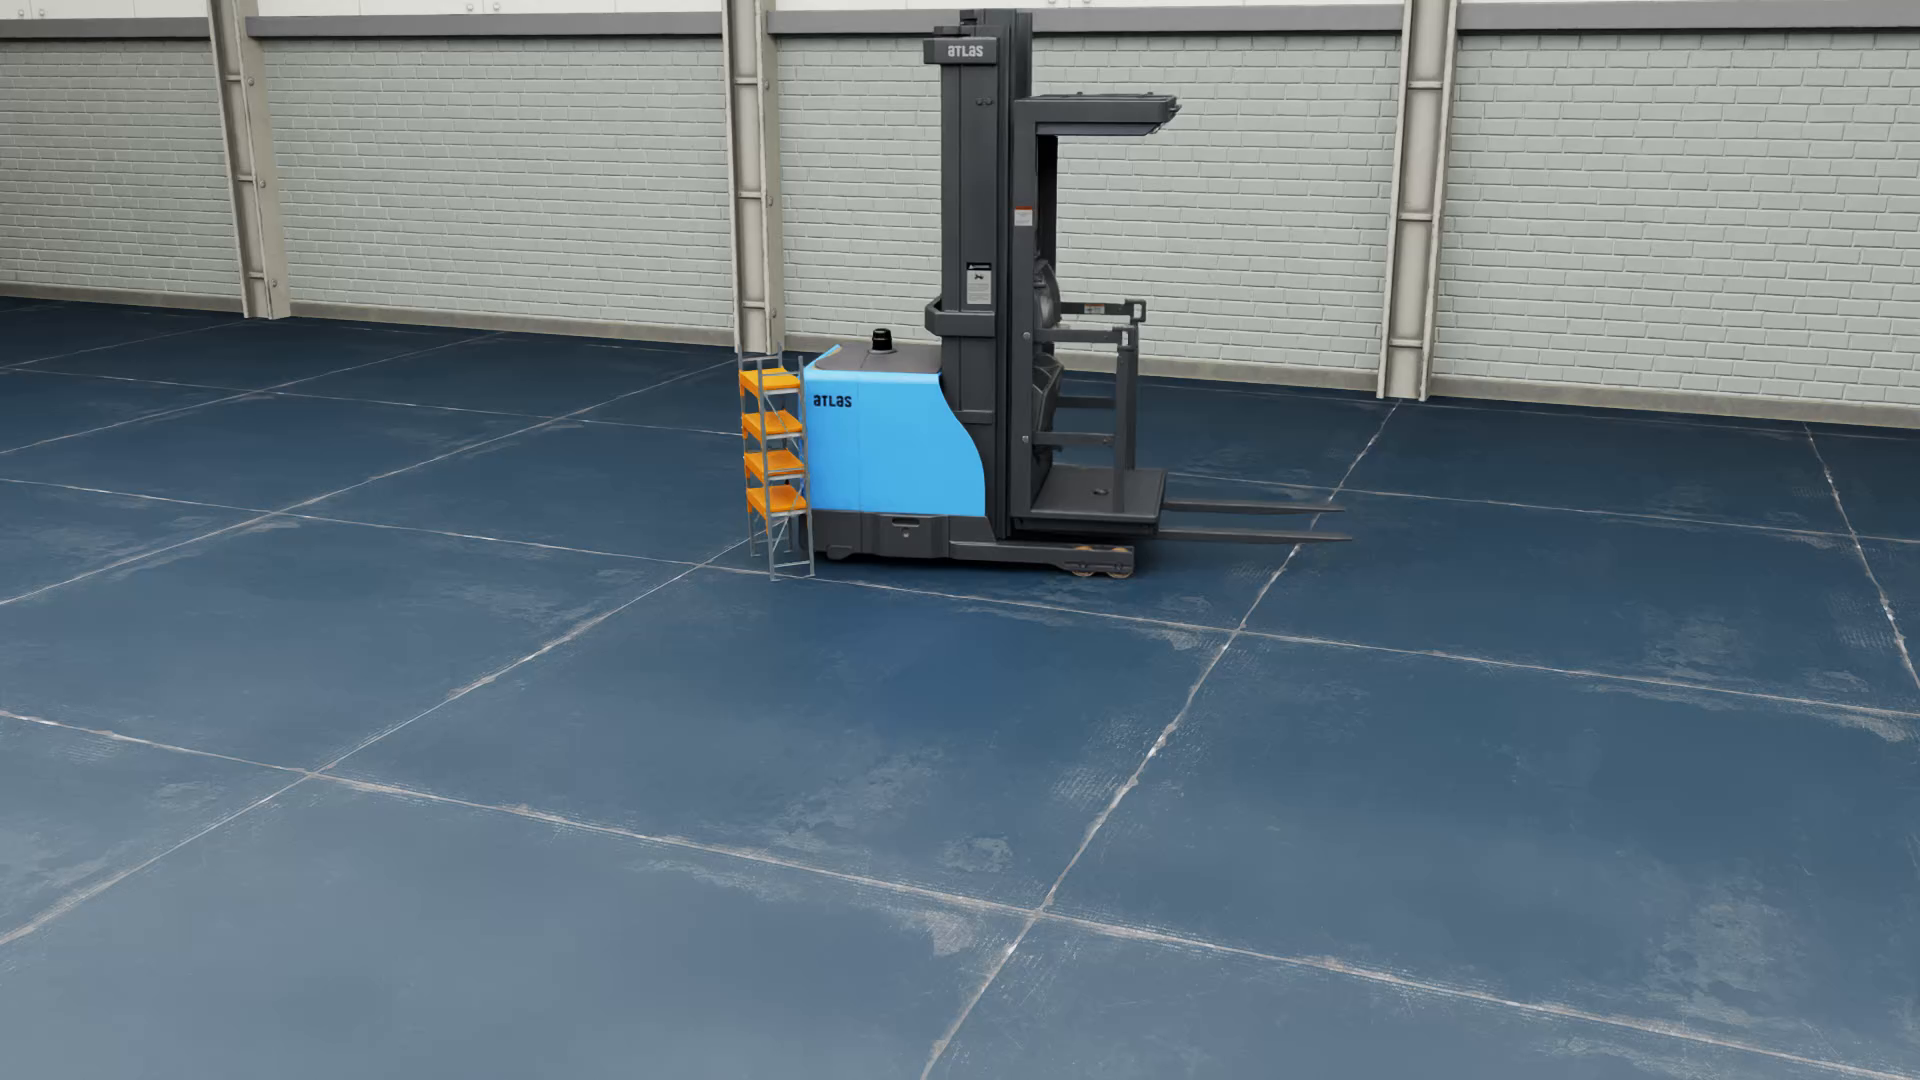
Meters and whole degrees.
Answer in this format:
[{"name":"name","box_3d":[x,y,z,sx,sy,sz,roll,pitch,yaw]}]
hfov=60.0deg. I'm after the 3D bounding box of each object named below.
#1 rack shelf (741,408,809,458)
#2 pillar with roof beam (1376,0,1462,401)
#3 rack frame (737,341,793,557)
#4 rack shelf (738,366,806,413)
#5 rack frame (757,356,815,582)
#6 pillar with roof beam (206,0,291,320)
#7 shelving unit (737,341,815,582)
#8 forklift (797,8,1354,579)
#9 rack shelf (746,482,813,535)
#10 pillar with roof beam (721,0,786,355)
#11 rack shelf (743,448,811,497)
[{"name":"rack shelf","box_3d":[-1.000,-0.580,8.946,0.258,0.148,0.480,-7,18,-18]},{"name":"pillar with roof beam","box_3d":[2.094,-4.398,8.681,0.400,9.000,9.100,6,17,21]},{"name":"rack frame","box_3d":[-1.076,-0.495,9.213,0.240,1.200,0.015,-7,18,-18]},{"name":"rack shelf","box_3d":[-1.006,-0.807,8.879,0.258,0.148,0.480,-7,18,-18]},{"name":"rack frame","box_3d":[-0.916,-0.366,8.770,0.240,1.200,0.015,-7,18,-18]},{"name":"pillar with roof beam","box_3d":[-9.069,-5.625,12.910,0.400,9.000,9.100,6,17,21]},{"name":"shelving unit","box_3d":[-0.996,-0.431,8.991,0.258,1.200,0.503,-7,18,-18]},{"name":"forklift","box_3d":[0.665,-1.357,9.091,3.031,2.935,1.130,3,16,9]},{"name":"rack shelf","box_3d":[-0.989,-0.176,9.068,0.258,0.148,0.480,-7,18,-18]},{"name":"pillar with roof beam","box_3d":[-3.488,-5.012,10.796,0.400,9.000,9.100,6,17,21]},{"name":"rack shelf","box_3d":[-0.994,-0.366,9.011,0.258,0.148,0.480,-7,18,-18]}]
